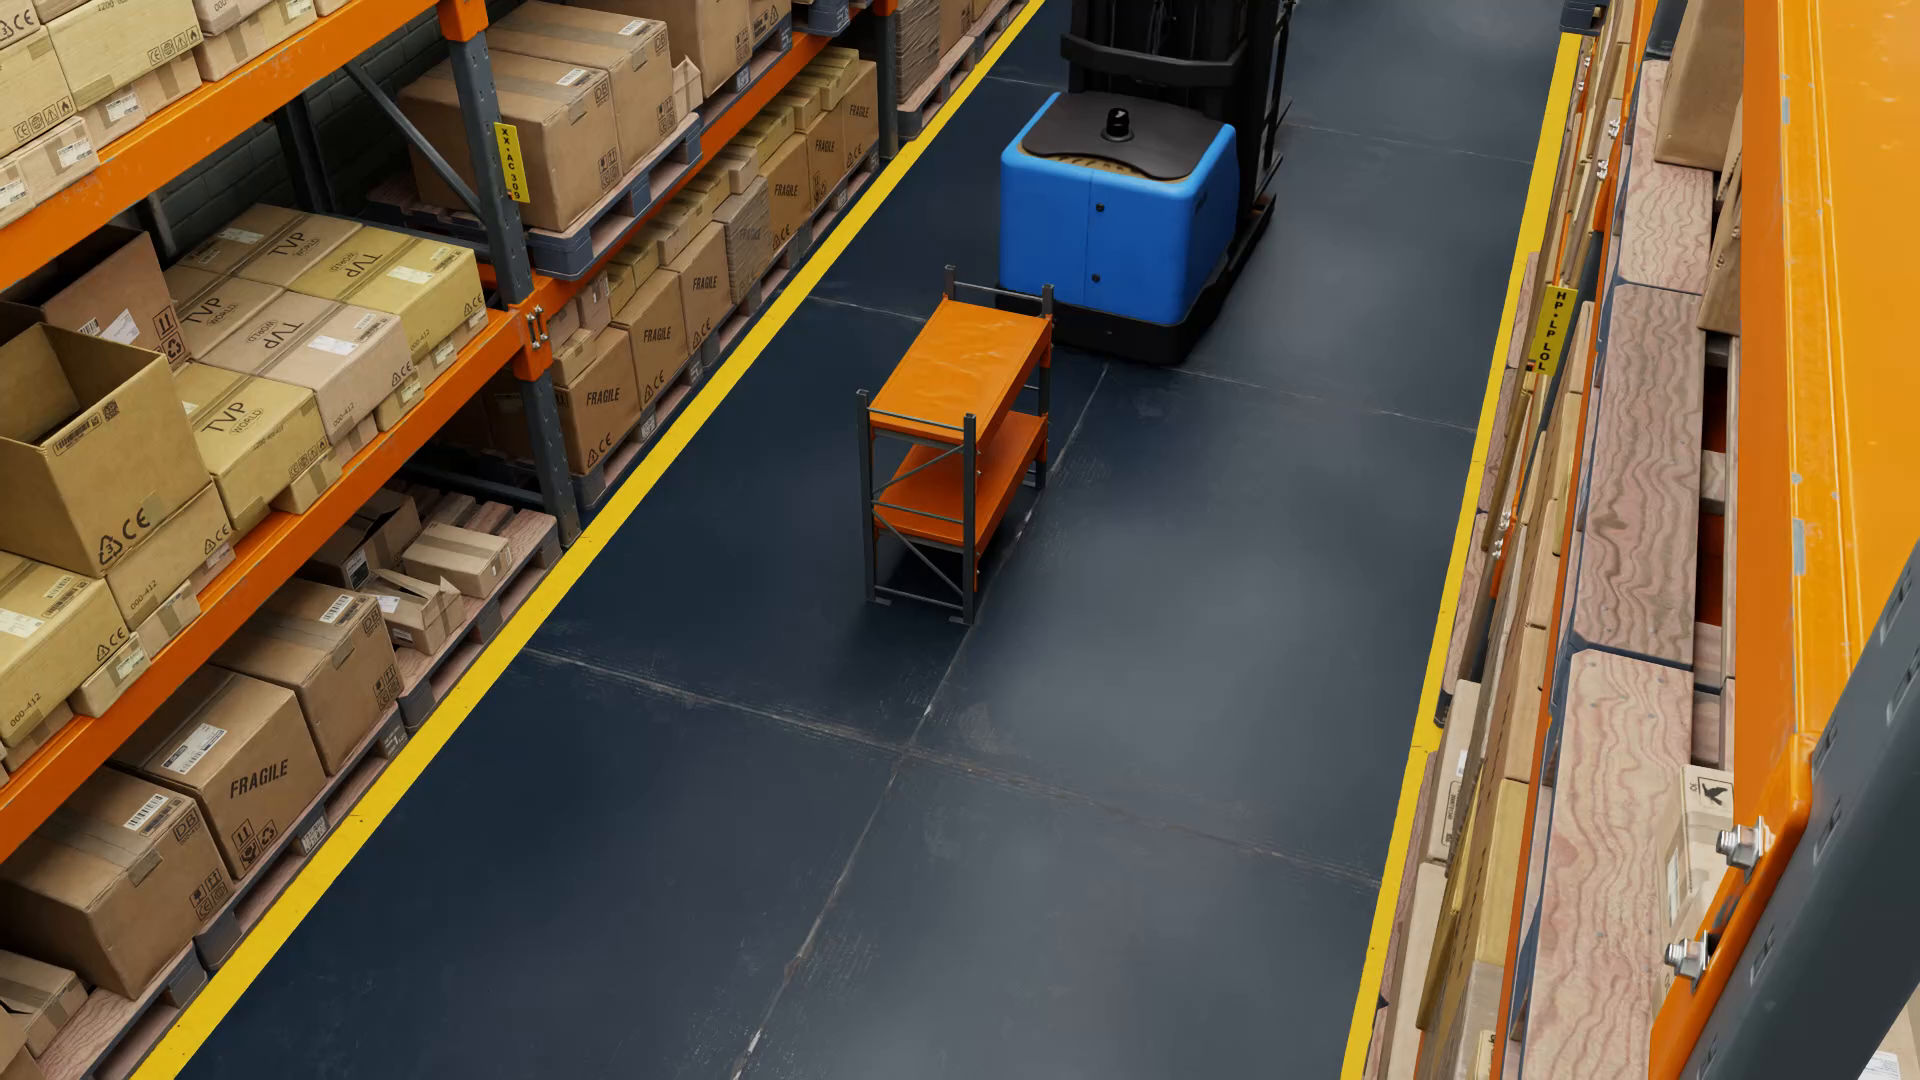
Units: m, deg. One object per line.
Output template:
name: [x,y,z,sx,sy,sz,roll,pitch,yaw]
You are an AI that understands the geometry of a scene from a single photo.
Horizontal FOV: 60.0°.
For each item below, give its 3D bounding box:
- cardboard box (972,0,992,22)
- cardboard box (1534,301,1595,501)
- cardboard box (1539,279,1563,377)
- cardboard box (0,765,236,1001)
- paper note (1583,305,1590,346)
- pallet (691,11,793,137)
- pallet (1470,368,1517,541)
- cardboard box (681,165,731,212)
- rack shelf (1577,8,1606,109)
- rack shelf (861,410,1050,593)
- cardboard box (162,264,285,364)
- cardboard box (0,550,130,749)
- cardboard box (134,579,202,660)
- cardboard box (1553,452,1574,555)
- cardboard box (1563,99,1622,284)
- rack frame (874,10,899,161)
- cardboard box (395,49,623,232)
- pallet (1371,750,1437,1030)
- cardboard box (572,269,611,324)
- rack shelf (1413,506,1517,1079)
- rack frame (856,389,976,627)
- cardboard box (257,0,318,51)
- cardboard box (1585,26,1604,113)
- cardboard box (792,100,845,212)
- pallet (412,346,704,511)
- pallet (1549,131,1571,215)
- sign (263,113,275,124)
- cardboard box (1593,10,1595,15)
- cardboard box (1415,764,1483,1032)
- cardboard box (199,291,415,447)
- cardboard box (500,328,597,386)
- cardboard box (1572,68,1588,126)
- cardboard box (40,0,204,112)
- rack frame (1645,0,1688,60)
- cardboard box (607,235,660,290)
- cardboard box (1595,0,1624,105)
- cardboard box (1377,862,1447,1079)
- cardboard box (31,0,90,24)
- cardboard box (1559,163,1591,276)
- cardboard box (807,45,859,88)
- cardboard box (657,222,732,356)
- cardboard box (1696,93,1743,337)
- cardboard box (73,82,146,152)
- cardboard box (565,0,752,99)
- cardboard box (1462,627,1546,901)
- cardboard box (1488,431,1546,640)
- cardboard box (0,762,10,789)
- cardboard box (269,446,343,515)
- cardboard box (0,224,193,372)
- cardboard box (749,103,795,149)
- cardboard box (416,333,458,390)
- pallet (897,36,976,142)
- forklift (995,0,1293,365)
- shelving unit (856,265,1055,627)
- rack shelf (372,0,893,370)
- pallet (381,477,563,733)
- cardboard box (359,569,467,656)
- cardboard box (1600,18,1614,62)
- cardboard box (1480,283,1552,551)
cardboard box: [-0.209,-4.129,11.738,0.875,0.625,0.625,12,42,13]
cardboard box: [2.027,-0.327,4.928,0.500,0.500,0.500,14,42,15]
cardboard box: [2.509,-0.728,6.361,0.500,0.250,0.500,13,42,14]
cardboard box: [-2.989,1.122,5.680,0.700,0.500,0.500,15,43,17]
paper note: [1.220,-0.418,3.245,0.006,0.032,0.123,13,42,15]
pallet: [-1.542,-2.424,8.382,1.003,0.211,1.213,13,42,15]
pallet: [3.026,-0.318,7.914,1.003,0.211,1.213,13,42,15]
cardboard box: [-1.424,-1.841,8.653,0.380,0.149,0.250,13,42,15]
rack shelf: [4.469,-3.531,10.085,1.077,0.370,4.000,13,42,15]
rack shelf: [-0.002,-0.238,7.492,0.538,0.278,1.000,13,42,15]
cardboard box: [-2.837,-0.751,6.159,0.500,0.250,0.500,13,42,15]
cardboard box: [-2.866,0.305,4.922,0.500,0.250,0.500,13,42,14]
cardboard box: [-2.688,0.211,5.338,0.380,0.149,0.250,14,42,16]
cardboard box: [1.684,-0.057,4.112,0.380,0.149,0.250,12,42,14]
cardboard box: [2.504,-1.209,5.962,0.500,0.500,0.500,14,42,16]
rack frame: [-0.881,-3.684,9.711,1.000,3.000,0.127,13,42,15]
cardboard box: [-1.873,-1.688,6.970,0.700,0.500,0.500,14,43,16]
pallet: [2.083,1.362,5.944,1.003,0.211,1.213,13,42,15]
cardboard box: [-1.832,-1.142,7.605,0.380,0.149,0.250,11,42,13]
rack shelf: [1.733,1.348,4.366,1.077,0.370,4.000,13,42,15]
rack frame: [-0.176,-0.114,6.970,0.500,1.125,0.032,13,42,15]
cardboard box: [-2.281,-1.695,5.261,0.380,0.149,0.250,15,43,17]
cardboard box: [3.381,-2.285,8.186,0.500,0.250,0.500,13,42,14]
cardboard box: [-1.005,-2.284,9.672,0.500,0.500,0.500,13,42,14]
pallet: [-2.006,-0.688,8.348,1.003,0.211,1.213,13,42,15]
pallet: [4.053,-2.000,9.885,1.003,0.211,1.213,13,42,15]
sign: [-2.772,-1.806,6.617,0.100,0.325,0.005,13,42,15]
cardboard box: [4.976,-3.864,11.623,0.950,0.372,0.625,14,42,16]
cardboard box: [1.482,0.967,4.182,0.500,0.500,0.500,15,43,16]
cardboard box: [-2.351,-0.627,6.014,0.500,0.250,0.500,13,42,15]
cardboard box: [-1.876,-0.860,7.503,0.380,0.149,0.250,15,43,17]
cardboard box: [4.232,-2.539,10.070,0.950,0.372,0.625,13,42,14]
cardboard box: [-2.532,-1.463,4.682,0.500,0.250,0.500,14,42,16]
rack frame: [2.417,-2.427,3.615,1.000,3.000,0.127,13,42,15]
cardboard box: [-1.696,-1.375,8.107,0.380,0.149,0.250,13,42,14]
cardboard box: [3.034,-2.140,7.053,0.500,0.500,0.500,14,43,16]
cardboard box: [1.796,1.575,5.197,0.875,0.438,0.875,12,42,14]
cardboard box: [-2.542,-1.652,4.519,0.500,0.250,0.500,14,42,16]
cardboard box: [2.675,-1.225,6.559,0.500,0.250,0.500,14,43,16]
cardboard box: [-0.812,-2.782,9.756,0.380,0.149,0.250,11,42,13]
cardboard box: [-1.524,-1.329,8.552,0.500,0.500,0.500,12,42,14]
cardboard box: [1.986,-0.694,3.414,0.797,0.503,0.637,16,43,18]
cardboard box: [-2.568,-1.234,4.722,0.380,0.149,0.250,14,42,16]
cardboard box: [-1.428,-2.482,7.901,0.700,0.500,0.500,13,42,15]
cardboard box: [1.487,0.597,3.846,0.500,0.500,0.500,13,42,15]
cardboard box: [2.010,0.045,5.263,0.500,0.500,0.500,15,43,16]
cardboard box: [-3.002,0.677,4.792,0.380,0.149,0.250,15,43,16]
cardboard box: [-2.431,-0.255,5.885,0.380,0.149,0.250,13,42,14]
cardboard box: [-3.008,-0.737,5.564,0.500,0.500,0.500,12,42,14]
cardboard box: [-1.140,-2.307,9.199,0.380,0.149,0.250,14,43,16]
cardboard box: [-2.189,-0.735,6.447,0.380,0.149,0.250,14,43,16]
pallet: [-0.563,-3.117,11.194,1.003,0.211,1.213,13,42,15]
forklift: [1.233,-2.989,8.949,1.130,2.935,3.031,15,43,17]
shelving unit: [-0.002,-0.424,7.334,0.538,1.125,1.048,13,42,15]
rack shelf: [-1.565,-2.191,8.514,1.077,0.370,4.000,13,42,15]
pallet: [-2.485,0.235,7.266,1.003,0.211,1.213,13,42,15]
cardboard box: [-2.285,0.259,6.872,0.396,0.266,0.258,15,43,17]
cardboard box: [3.202,-2.149,7.641,0.500,0.250,0.500,14,42,16]
cardboard box: [2.855,-0.445,7.228,0.875,0.875,0.875,14,43,16]
